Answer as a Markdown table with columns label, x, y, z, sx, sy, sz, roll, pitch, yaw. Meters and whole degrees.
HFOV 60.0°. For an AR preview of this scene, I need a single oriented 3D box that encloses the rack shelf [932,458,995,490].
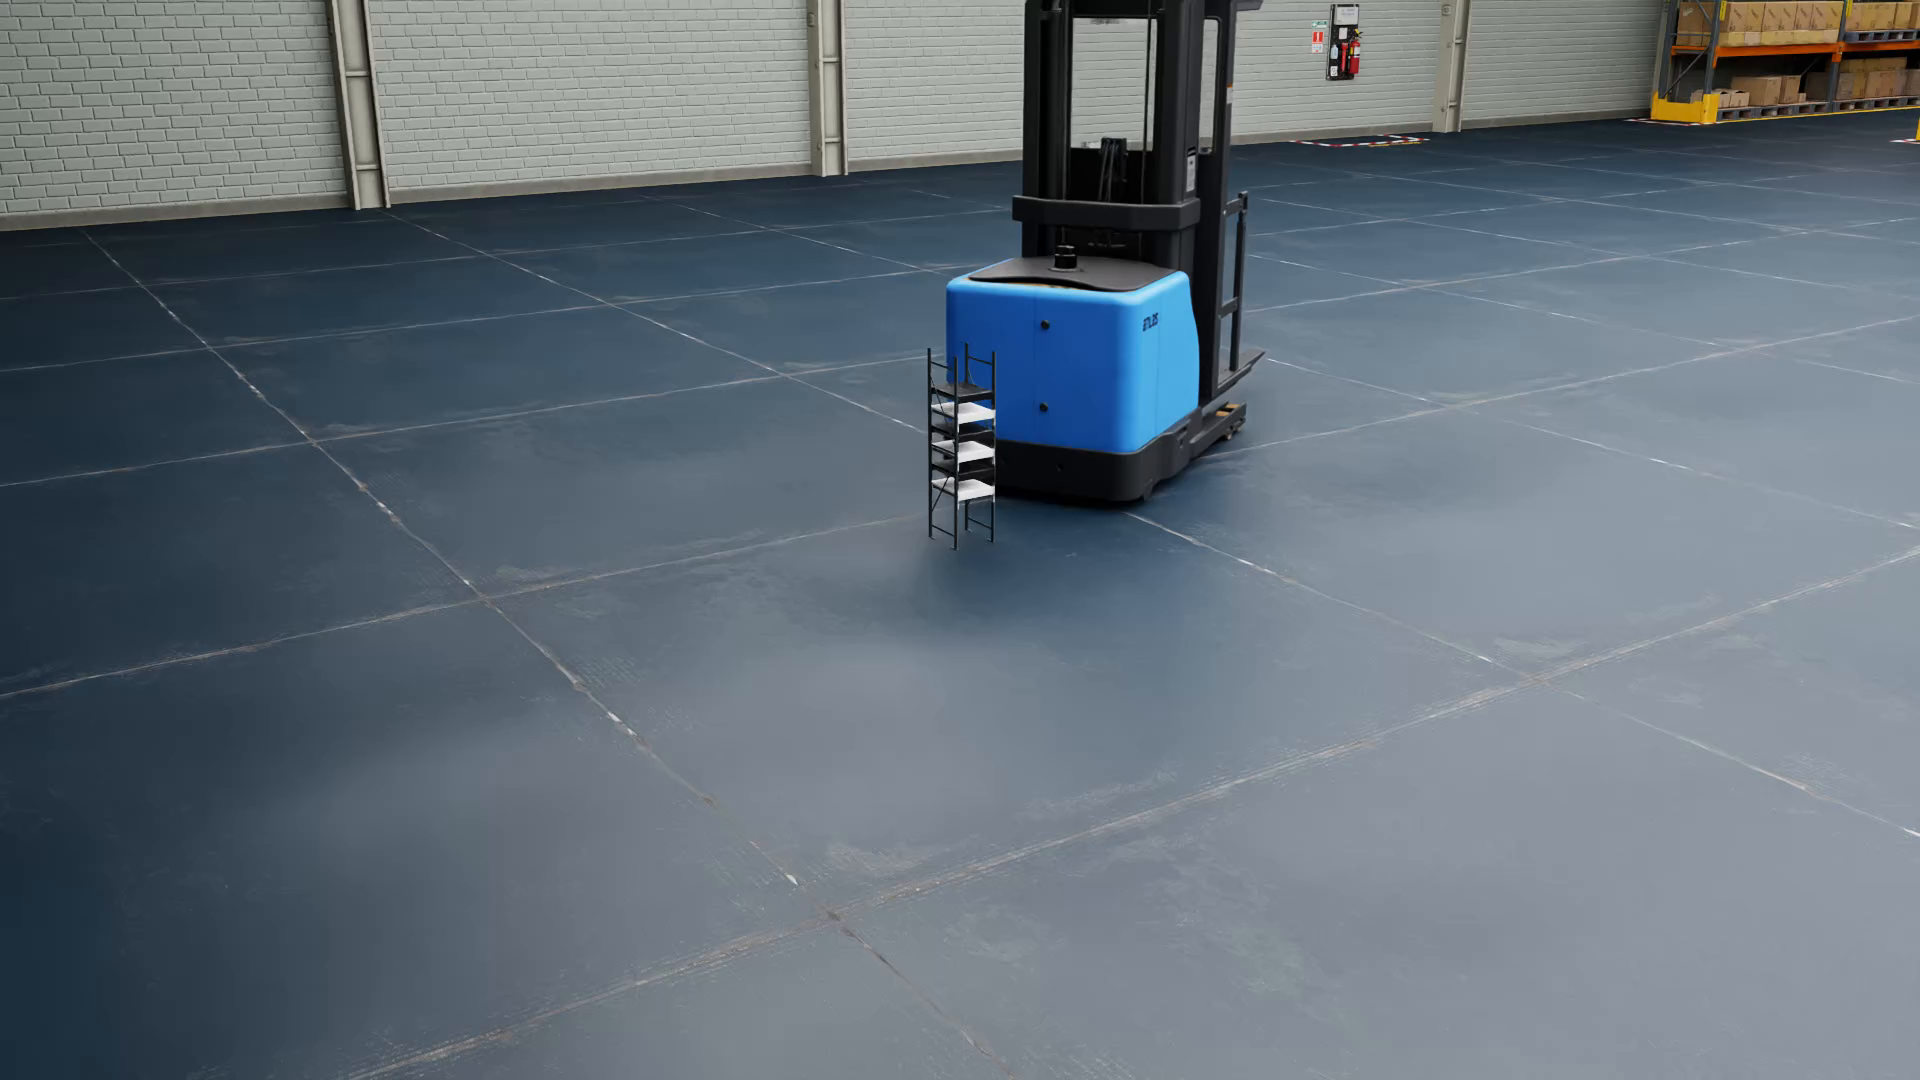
| label | x | y | z | sx | sy | sz | roll | pitch | yaw |
| --- | --- | --- | --- | --- | --- | --- | --- | --- | --- |
| rack shelf | 0.007 | -0.311 | 7.644 | 0.200 | 0.077 | 0.258 | -12 | 22 | -31 |

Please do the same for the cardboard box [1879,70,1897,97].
| label | x | y | z | sx | sy | sz | roll | pitch | yaw |
| --- | --- | --- | --- | --- | --- | --- | --- | --- | --- |
| cardboard box | 18.406 | -9.237 | 33.600 | 0.500 | 0.500 | 0.700 | -12 | 22 | -32 |

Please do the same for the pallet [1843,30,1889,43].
| label | x | y | z | sx | sy | sz | roll | pitch | yaw |
| --- | --- | --- | --- | --- | --- | --- | --- | --- | --- |
| pallet | 17.250 | -9.809 | 32.374 | 1.213 | 0.211 | 1.003 | -12 | 22 | -31 |

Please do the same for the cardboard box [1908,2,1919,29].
| label | x | y | z | sx | sy | sz | roll | pitch | yaw |
| --- | --- | --- | --- | --- | --- | --- | --- | --- | --- |
| cardboard box | 19.033 | -10.573 | 33.492 | 0.500 | 0.500 | 0.700 | -14 | 23 | -36 |

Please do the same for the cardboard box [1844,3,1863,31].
| label | x | y | z | sx | sy | sz | roll | pitch | yaw |
| --- | --- | --- | --- | --- | --- | --- | --- | --- | --- |
| cardboard box | 16.975 | -10.140 | 32.212 | 0.500 | 0.500 | 0.700 | -12 | 22 | -31 |

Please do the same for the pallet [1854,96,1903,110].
| label | x | y | z | sx | sy | sz | roll | pitch | yaw |
| --- | --- | --- | --- | --- | --- | --- | --- | --- | --- |
| pallet | 18.201 | -8.836 | 33.553 | 1.213 | 0.211 | 1.003 | -12 | 22 | -31 |

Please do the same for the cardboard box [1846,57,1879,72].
| label | x | y | z | sx | sy | sz | roll | pitch | yaw |
| --- | --- | --- | --- | --- | --- | --- | --- | --- | --- |
| cardboard box | 17.935 | -9.488 | 33.173 | 0.500 | 0.250 | 0.500 | -13 | 22 | -33 |

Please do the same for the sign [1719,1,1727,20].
| label | x | y | z | sx | sy | sz | roll | pitch | yaw |
| --- | --- | --- | --- | --- | --- | --- | --- | --- | --- |
| sign | 13.489 | -9.364 | 29.408 | 0.005 | 0.325 | 0.100 | -12 | 22 | -31 |

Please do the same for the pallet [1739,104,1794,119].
| label | x | y | z | sx | sy | sz | roll | pitch | yaw |
| --- | --- | --- | --- | --- | --- | --- | --- | --- | --- |
| pallet | 14.970 | -8.139 | 31.489 | 1.213 | 0.211 | 1.003 | -12 | 22 | -31 |

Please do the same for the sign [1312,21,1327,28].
| label | x | y | z | sx | sy | sz | roll | pitch | yaw |
| --- | --- | --- | --- | --- | --- | --- | --- | --- | --- |
| sign | 5.694 | -8.168 | 26.340 | 0.331 | 0.109 | 0.001 | -12 | 22 | -31 |

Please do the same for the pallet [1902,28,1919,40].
| label | x | y | z | sx | sy | sz | roll | pitch | yaw |
| --- | --- | --- | --- | --- | --- | --- | --- | --- | --- |
| pallet | 19.336 | -10.263 | 33.719 | 1.003 | 0.211 | 1.213 | -12 | 22 | -31 |

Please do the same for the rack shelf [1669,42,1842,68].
| label | x | y | z | sx | sy | sz | roll | pitch | yaw |
| --- | --- | --- | --- | --- | --- | --- | --- | --- | --- |
| rack shelf | 14.861 | -9.111 | 31.133 | 4.000 | 0.370 | 1.077 | -12 | 22 | -31 |

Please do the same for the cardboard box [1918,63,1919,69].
| label | x | y | z | sx | sy | sz | roll | pitch | yaw |
| --- | --- | --- | --- | --- | --- | --- | --- | --- | --- |
| cardboard box | 20.558 | -9.783 | 34.700 | 0.750 | 0.750 | 0.750 | -12 | 22 | -32 |

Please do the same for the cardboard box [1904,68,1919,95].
| label | x | y | z | sx | sy | sz | roll | pitch | yaw |
| --- | --- | --- | --- | --- | --- | --- | --- | --- | --- |
| cardboard box | 19.300 | -9.392 | 34.057 | 0.500 | 0.500 | 0.700 | -12 | 22 | -31 |

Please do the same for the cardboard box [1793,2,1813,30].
| label | x | y | z | sx | sy | sz | roll | pitch | yaw |
| --- | --- | --- | --- | --- | --- | --- | --- | --- | --- |
| cardboard box | 15.466 | -9.756 | 30.951 | 0.500 | 0.500 | 0.500 | -13 | 22 | -33 |

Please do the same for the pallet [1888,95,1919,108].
| label | x | y | z | sx | sy | sz | roll | pitch | yaw |
| --- | --- | --- | --- | --- | --- | --- | --- | --- | --- |
| pallet | 19.219 | -9.050 | 34.185 | 1.213 | 0.211 | 1.003 | -12 | 22 | -31 |

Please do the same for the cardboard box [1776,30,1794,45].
| label | x | y | z | sx | sy | sz | roll | pitch | yaw |
| --- | --- | --- | --- | --- | --- | --- | --- | --- | --- |
| cardboard box | 15.051 | -9.310 | 30.804 | 0.500 | 0.250 | 0.500 | -12 | 22 | -31 |

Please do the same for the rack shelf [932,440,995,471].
| label | x | y | z | sx | sy | sz | roll | pitch | yaw |
| --- | --- | --- | --- | --- | --- | --- | --- | --- | --- |
| rack shelf | 0.007 | -0.396 | 7.616 | 0.200 | 0.077 | 0.258 | -12 | 22 | -31 |

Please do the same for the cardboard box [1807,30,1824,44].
| label | x | y | z | sx | sy | sz | roll | pitch | yaw |
| --- | --- | --- | --- | --- | --- | --- | --- | --- | --- |
| cardboard box | 15.882 | -9.492 | 31.341 | 0.500 | 0.250 | 0.500 | -12 | 22 | -31 |

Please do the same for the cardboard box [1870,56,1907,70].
| label | x | y | z | sx | sy | sz | roll | pitch | yaw |
| --- | --- | --- | --- | --- | --- | --- | --- | --- | --- |
| cardboard box | 18.789 | -9.663 | 33.690 | 0.500 | 0.250 | 0.500 | -11 | 22 | -30 |

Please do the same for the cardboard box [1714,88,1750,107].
| label | x | y | z | sx | sy | sz | roll | pitch | yaw |
| --- | --- | --- | --- | --- | --- | --- | --- | --- | --- |
| cardboard box | 14.294 | -8.232 | 30.922 | 0.500 | 0.311 | 0.500 | -10 | 21 | -27 |

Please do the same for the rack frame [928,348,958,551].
| label | x | y | z | sx | sy | sz | roll | pitch | yaw |
| --- | --- | --- | --- | --- | --- | --- | --- | --- | --- |
| rack frame | -0.078 | -0.410 | 7.552 | 0.006 | 0.900 | 0.240 | -12 | 22 | -31 |

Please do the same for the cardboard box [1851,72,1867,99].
| label | x | y | z | sx | sy | sz | roll | pitch | yaw |
| --- | --- | --- | --- | --- | --- | --- | --- | --- | --- |
| cardboard box | 17.541 | -9.067 | 33.095 | 0.500 | 0.500 | 0.700 | -12 | 22 | -32 |

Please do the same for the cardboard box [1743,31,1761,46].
| label | x | y | z | sx | sy | sz | roll | pitch | yaw |
| --- | --- | --- | --- | --- | --- | --- | --- | --- | --- |
| cardboard box | 14.199 | -9.134 | 30.282 | 0.500 | 0.250 | 0.500 | -13 | 22 | -33 |

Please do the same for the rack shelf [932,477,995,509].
| label | x | y | z | sx | sy | sz | roll | pitch | yaw |
| --- | --- | --- | --- | --- | --- | --- | --- | --- | --- |
| rack shelf | 0.007 | -0.226 | 7.673 | 0.200 | 0.077 | 0.258 | -12 | 22 | -31 |

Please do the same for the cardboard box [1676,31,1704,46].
| label | x | y | z | sx | sy | sz | roll | pitch | yaw |
| --- | --- | --- | --- | --- | --- | --- | --- | --- | --- |
| cardboard box | 13.475 | -9.172 | 30.394 | 0.500 | 0.250 | 0.500 | -12 | 22 | -31 |

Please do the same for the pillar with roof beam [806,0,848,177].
| label | x | y | z | sx | sy | sz | roll | pitch | yaw |
| --- | --- | --- | --- | --- | --- | --- | --- | --- | --- |
| pillar with roof beam | 0.634 | -7.974 | 17.280 | 0.400 | 9.000 | 9.100 | -12 | 22 | -31 |

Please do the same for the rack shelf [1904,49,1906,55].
| label | x | y | z | sx | sy | sz | roll | pitch | yaw |
| --- | --- | --- | --- | --- | --- | --- | --- | --- | --- |
| rack shelf | 21.543 | -10.520 | 35.301 | 4.000 | 0.370 | 1.077 | -12 | 22 | -31 |

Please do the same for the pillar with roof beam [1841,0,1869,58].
| label | x | y | z | sx | sy | sz | roll | pitch | yaw |
| --- | --- | --- | --- | --- | --- | --- | --- | --- | --- |
| pillar with roof beam | 20.678 | -12.201 | 29.784 | 0.400 | 9.000 | 9.100 | -12 | 22 | -31 |

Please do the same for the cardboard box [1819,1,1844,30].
| label | x | y | z | sx | sy | sz | roll | pitch | yaw |
| --- | --- | --- | --- | --- | --- | --- | --- | --- | --- |
| cardboard box | 16.307 | -9.931 | 31.470 | 0.500 | 0.500 | 0.500 | -12 | 22 | -32 |

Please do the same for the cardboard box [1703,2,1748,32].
| label | x | y | z | sx | sy | sz | roll | pitch | yaw |
| --- | --- | --- | --- | --- | --- | --- | --- | --- | --- |
| cardboard box | 13.755 | -9.397 | 29.888 | 0.500 | 0.500 | 0.500 | -12 | 22 | -31 |

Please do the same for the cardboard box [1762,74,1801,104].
| label | x | y | z | sx | sy | sz | roll | pitch | yaw |
| --- | --- | --- | --- | --- | --- | --- | --- | --- | --- |
| cardboard box | 15.687 | -8.634 | 31.817 | 0.500 | 0.500 | 0.500 | -14 | 23 | -35 |

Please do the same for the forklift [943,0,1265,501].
| label | x | y | z | sx | sy | sz | roll | pitch | yaw |
| --- | --- | --- | --- | --- | --- | --- | --- | --- | --- |
| forklift | 1.002 | -2.006 | 9.102 | 1.130 | 2.935 | 3.031 | 9 | 21 | 24 |

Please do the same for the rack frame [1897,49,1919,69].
| label | x | y | z | sx | sy | sz | roll | pitch | yaw |
| --- | --- | --- | --- | --- | --- | --- | --- | --- | --- |
| rack frame | 19.872 | -10.508 | 34.144 | 0.127 | 3.000 | 1.000 | -12 | 22 | -31 |

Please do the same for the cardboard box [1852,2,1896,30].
| label | x | y | z | sx | sy | sz | roll | pitch | yaw |
| --- | --- | --- | --- | --- | --- | --- | --- | --- | --- |
| cardboard box | 17.979 | -10.361 | 32.865 | 0.500 | 0.500 | 0.700 | -9 | 21 | -24 |

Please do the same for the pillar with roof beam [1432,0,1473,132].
| label | x | y | z | sx | sy | sz | roll | pitch | yaw |
| --- | --- | --- | --- | --- | --- | --- | --- | --- | --- |
| pillar with roof beam | 10.656 | -10.087 | 23.532 | 0.400 | 9.000 | 9.100 | -12 | 22 | -31 |

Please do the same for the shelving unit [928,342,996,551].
| label | x | y | z | sx | sy | sz | roll | pitch | yaw |
| --- | --- | --- | --- | --- | --- | --- | --- | --- | --- |
| shelving unit | 0.007 | -0.428 | 7.605 | 0.210 | 0.900 | 0.258 | -12 | 22 | -31 |

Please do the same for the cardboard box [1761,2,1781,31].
| label | x | y | z | sx | sy | sz | roll | pitch | yaw |
| --- | --- | --- | --- | --- | --- | --- | --- | --- | --- |
| cardboard box | 14.608 | -9.570 | 30.401 | 0.500 | 0.500 | 0.500 | -13 | 22 | -33 |

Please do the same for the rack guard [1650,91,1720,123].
| label | x | y | z | sx | sy | sz | roll | pitch | yaw |
| --- | --- | --- | --- | --- | --- | --- | --- | --- | --- |
| rack guard | 13.254 | -7.928 | 30.416 | 0.348 | 0.500 | 1.175 | -12 | 22 | -31 |
